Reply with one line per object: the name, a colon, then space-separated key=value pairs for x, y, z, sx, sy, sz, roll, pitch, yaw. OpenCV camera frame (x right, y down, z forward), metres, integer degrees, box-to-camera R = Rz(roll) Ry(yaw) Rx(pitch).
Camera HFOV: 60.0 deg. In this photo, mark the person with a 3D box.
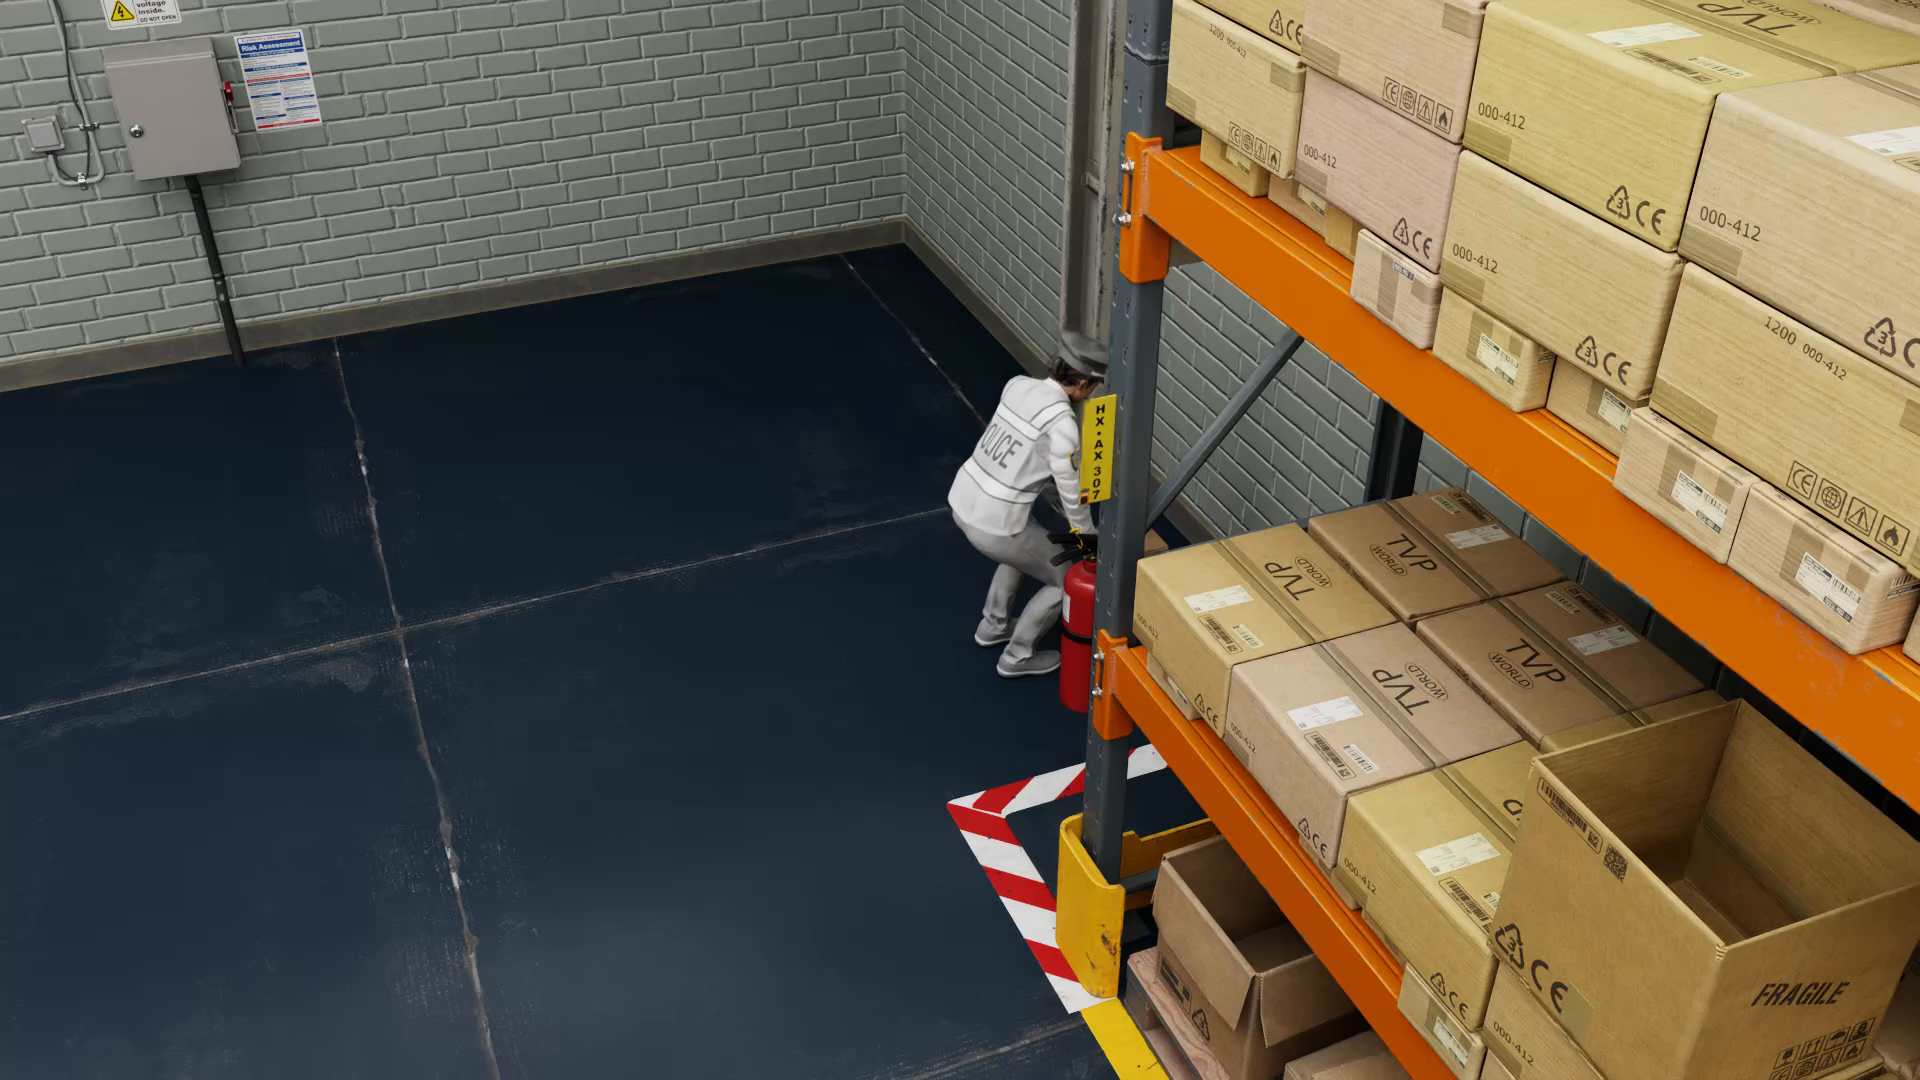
person: x=0.287 y=-0.142 z=6.598 sx=0.691 sy=1.404 sz=0.535 roll=-13 pitch=36 yaw=-19
